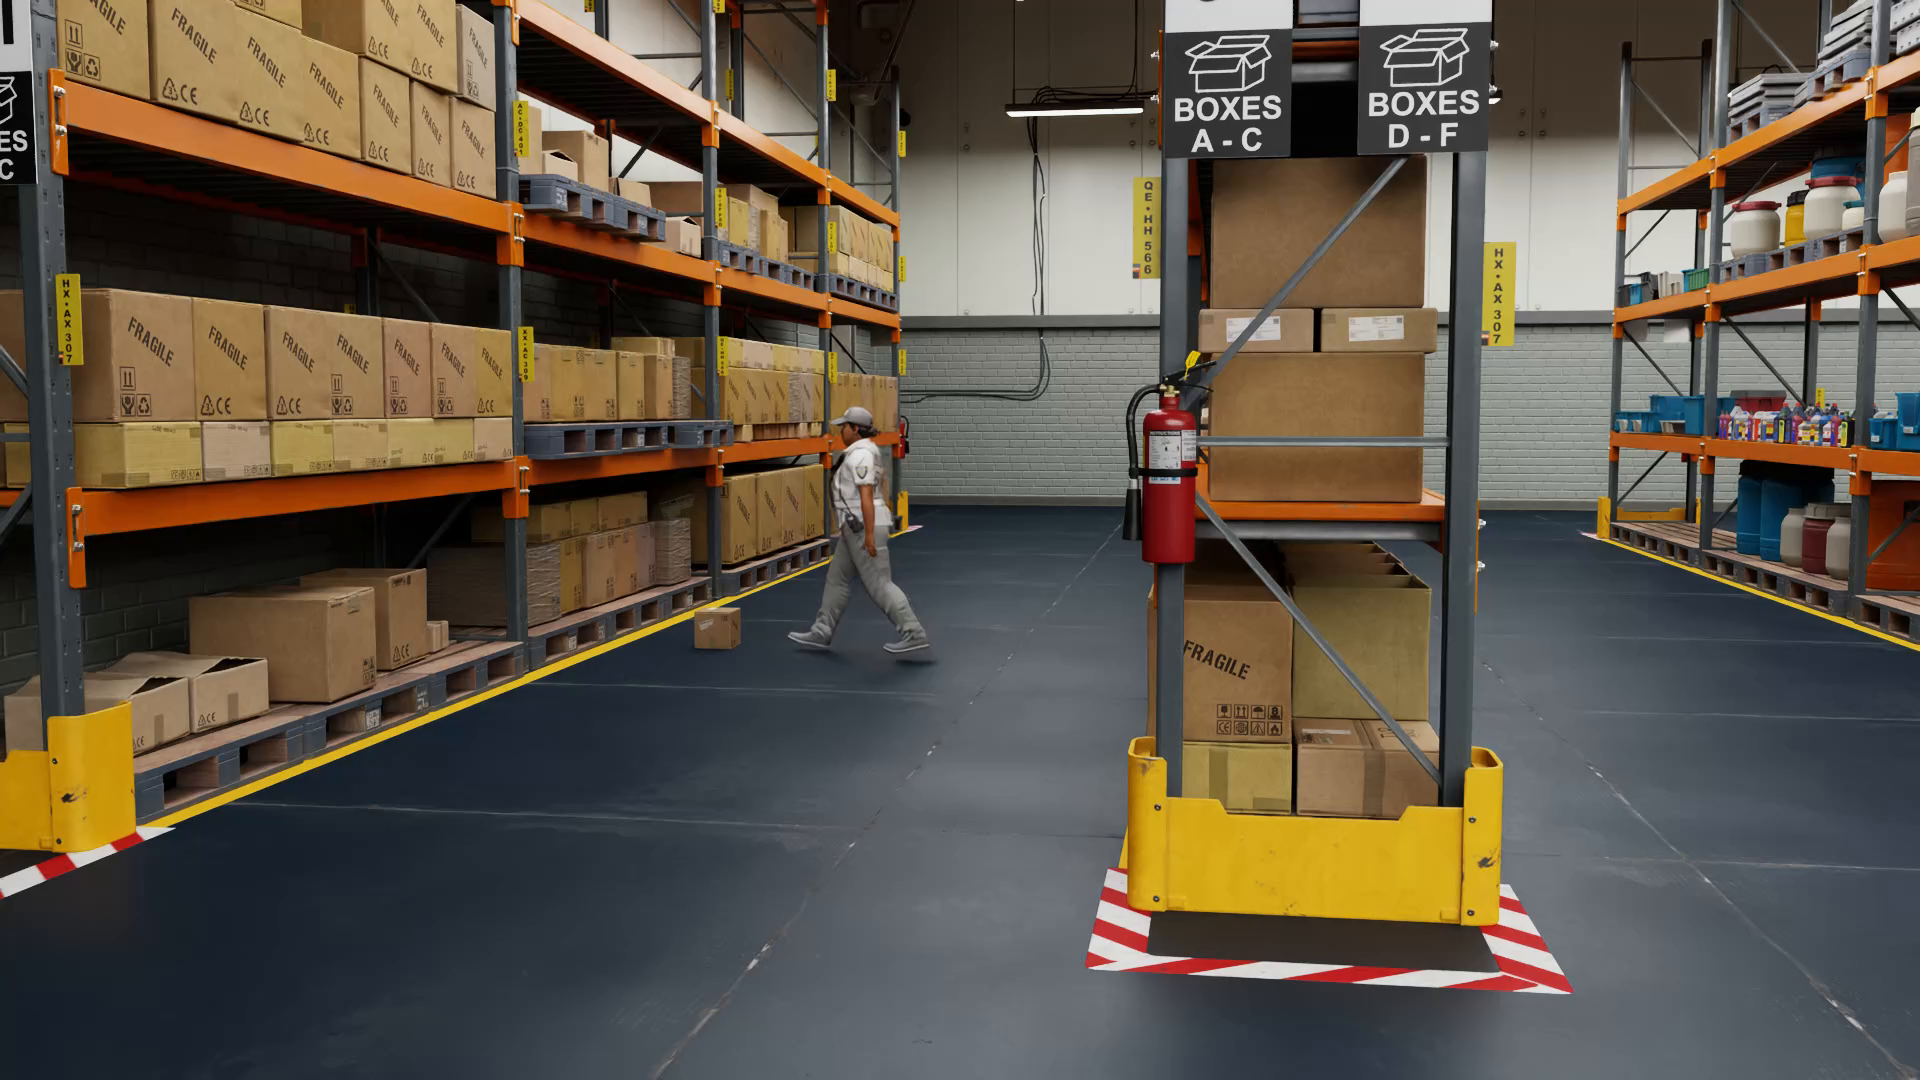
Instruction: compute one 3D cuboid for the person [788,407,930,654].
[{"bbox_3d":[-0.673,-0.062,10.829,1.000,1.610,0.541,0,5,5],"label":"person"}]
